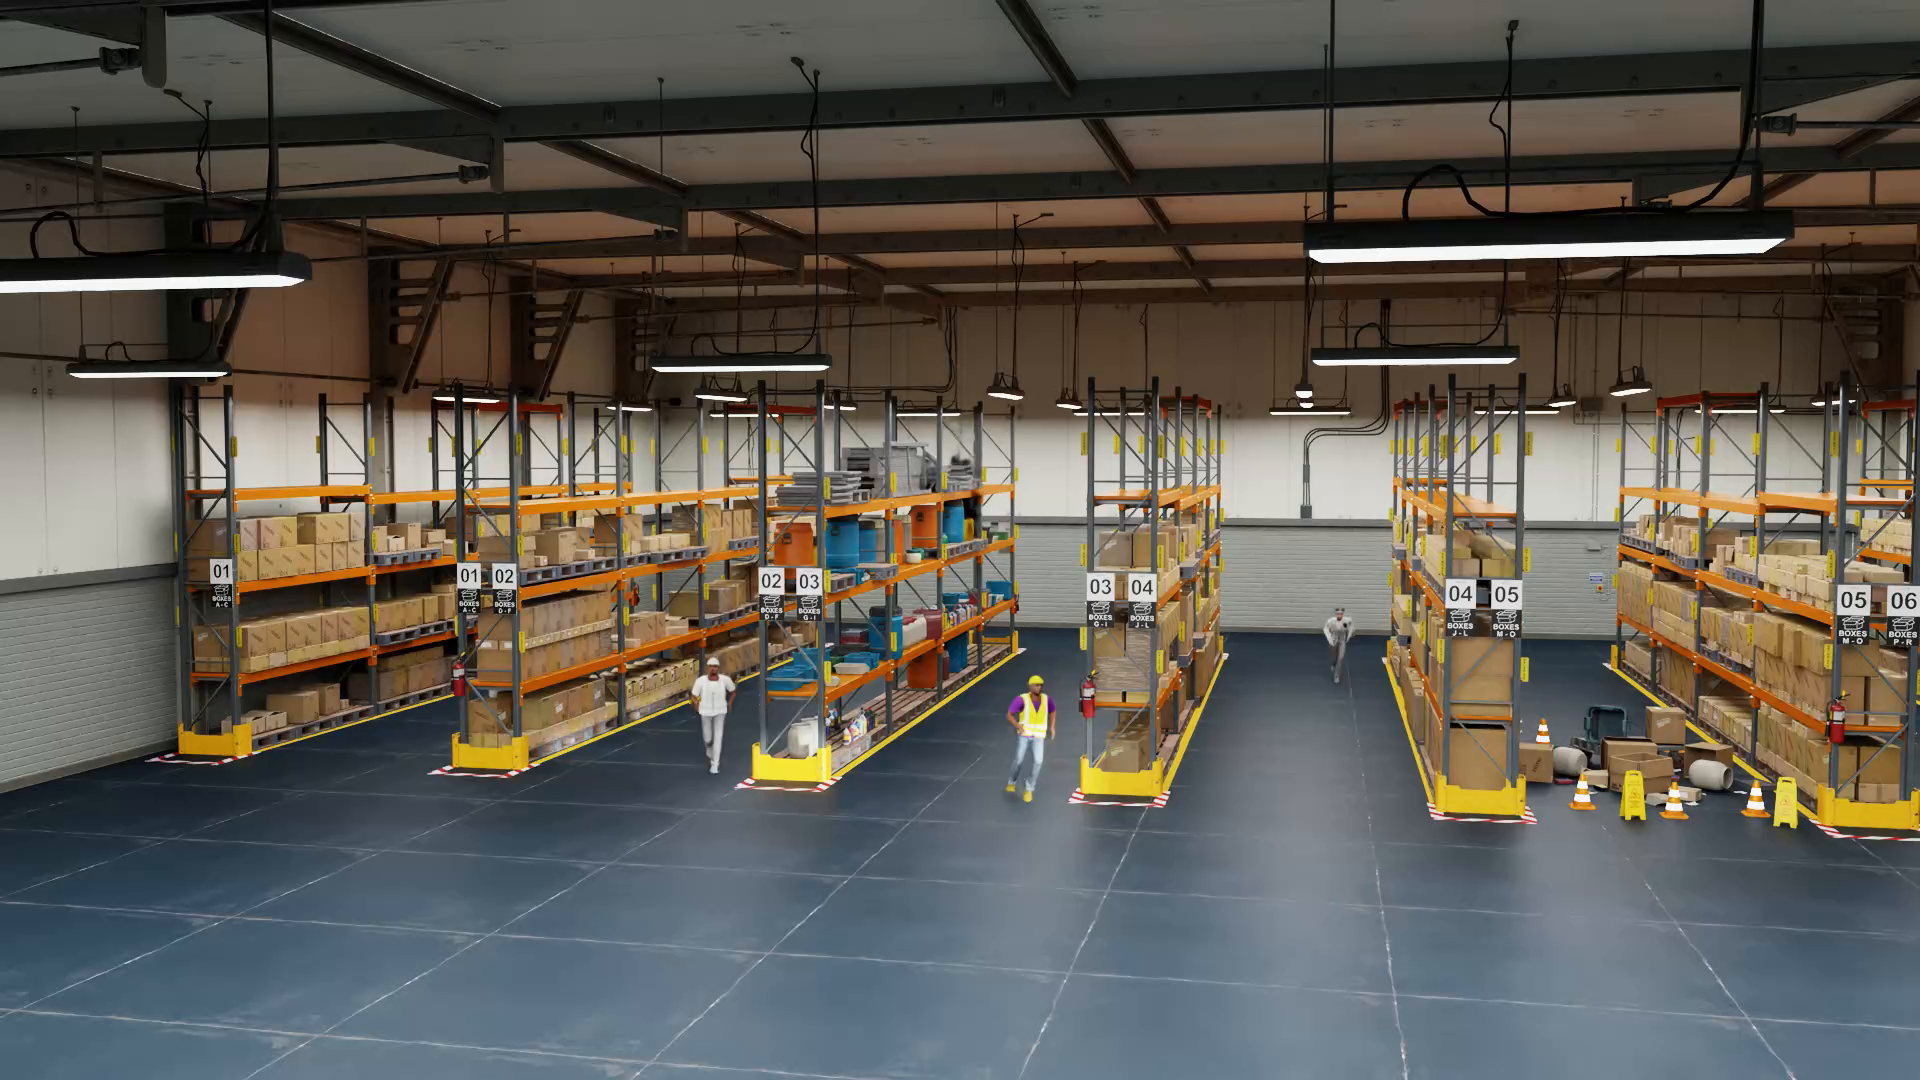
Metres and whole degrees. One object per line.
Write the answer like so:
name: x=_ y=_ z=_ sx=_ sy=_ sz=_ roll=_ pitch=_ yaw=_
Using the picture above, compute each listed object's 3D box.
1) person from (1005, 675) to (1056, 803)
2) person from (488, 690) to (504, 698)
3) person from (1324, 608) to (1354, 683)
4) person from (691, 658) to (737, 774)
person: x=1.025 y=2.815 z=23.704 sx=0.761 sy=1.786 sz=0.690 roll=0 pitch=3 yaw=-8
person: x=-8.232 y=2.446 z=29.798 sx=0.643 sy=1.743 sz=0.615 roll=0 pitch=3 yaw=-2
person: x=8.106 y=2.227 z=35.688 sx=0.635 sy=1.632 sz=0.924 roll=0 pitch=3 yaw=2
person: x=-3.815 y=2.693 z=25.783 sx=0.701 sy=1.748 sz=0.831 roll=0 pitch=3 yaw=-7
